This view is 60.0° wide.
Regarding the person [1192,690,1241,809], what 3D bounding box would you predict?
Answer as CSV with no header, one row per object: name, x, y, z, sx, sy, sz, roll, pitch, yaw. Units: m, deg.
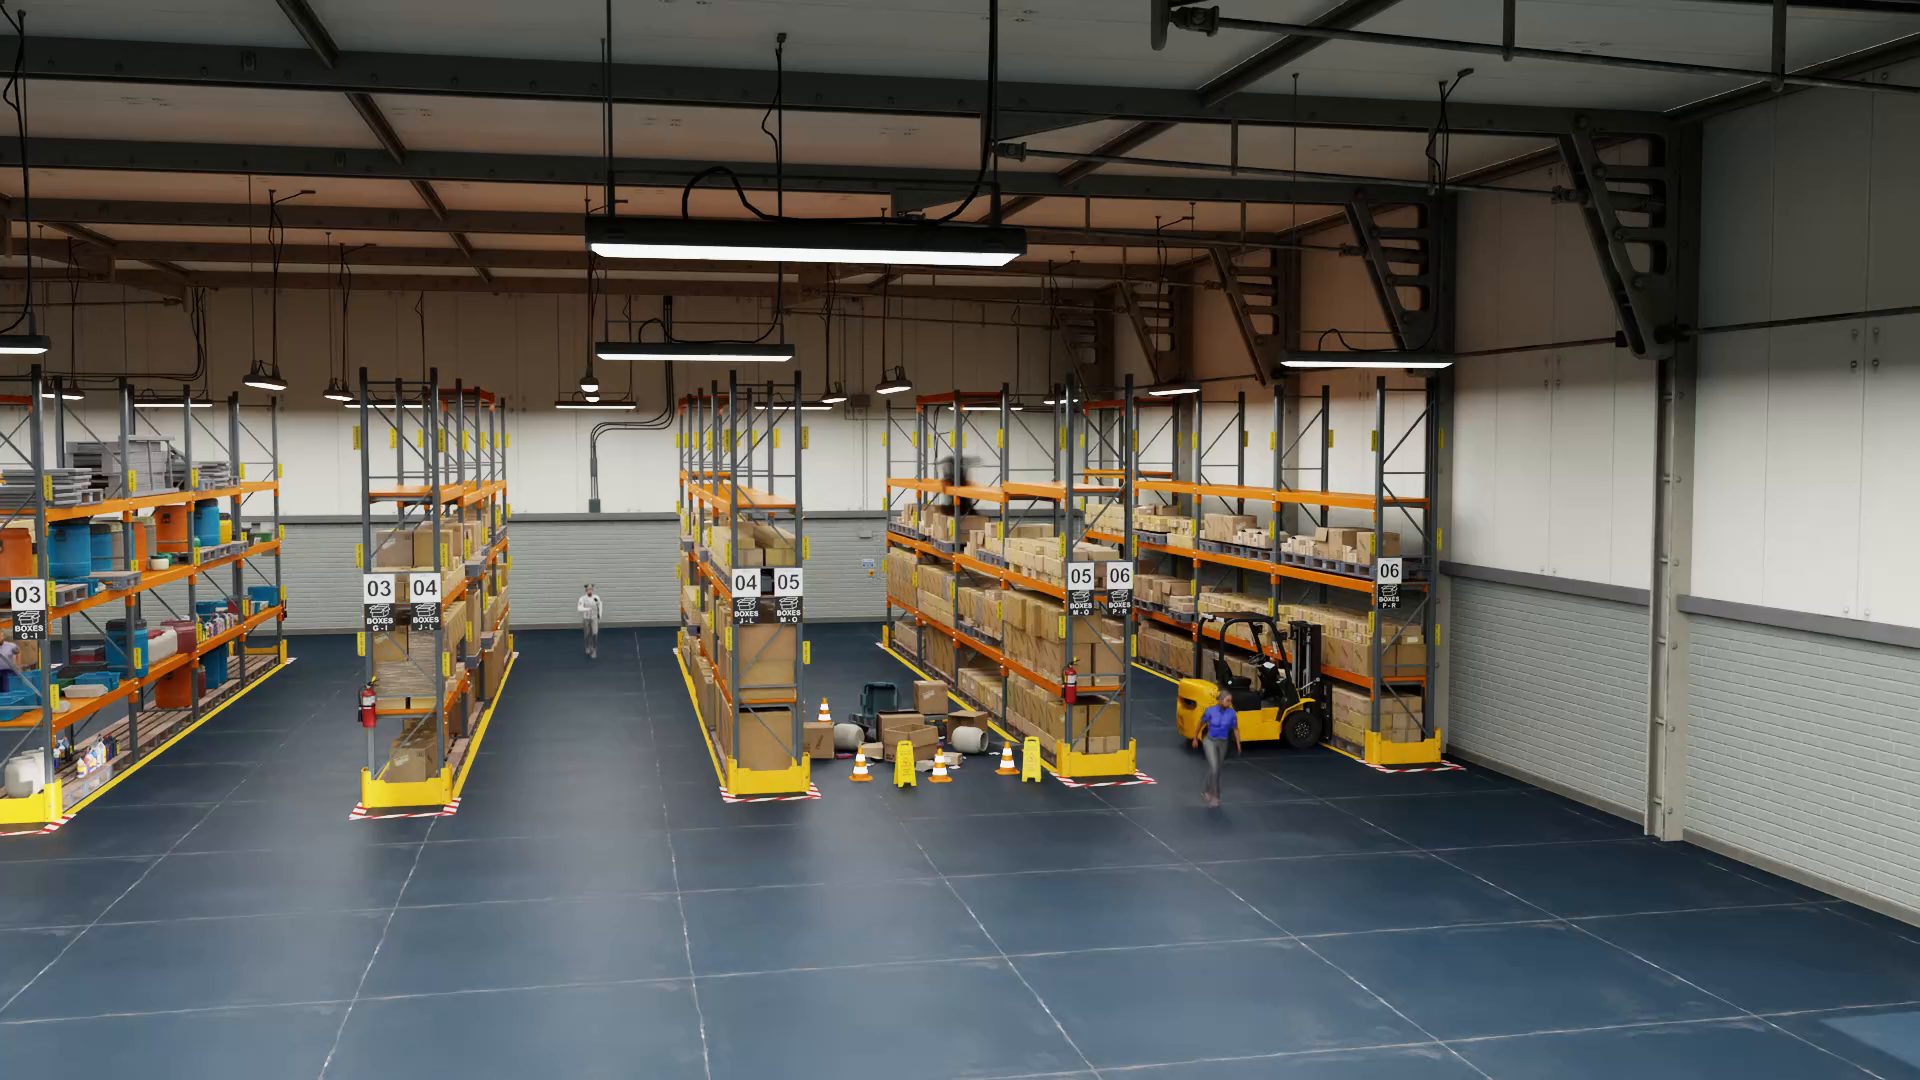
person,3.539,2.837,22.925,0.556,1.609,0.781,-1,4,-17

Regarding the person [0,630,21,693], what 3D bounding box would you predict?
person,-16.960,2.429,29.436,0.550,1.707,0.842,-1,4,-20

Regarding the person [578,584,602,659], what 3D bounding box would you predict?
person,-8.559,1.868,38.485,0.564,1.745,0.805,-1,4,-15
